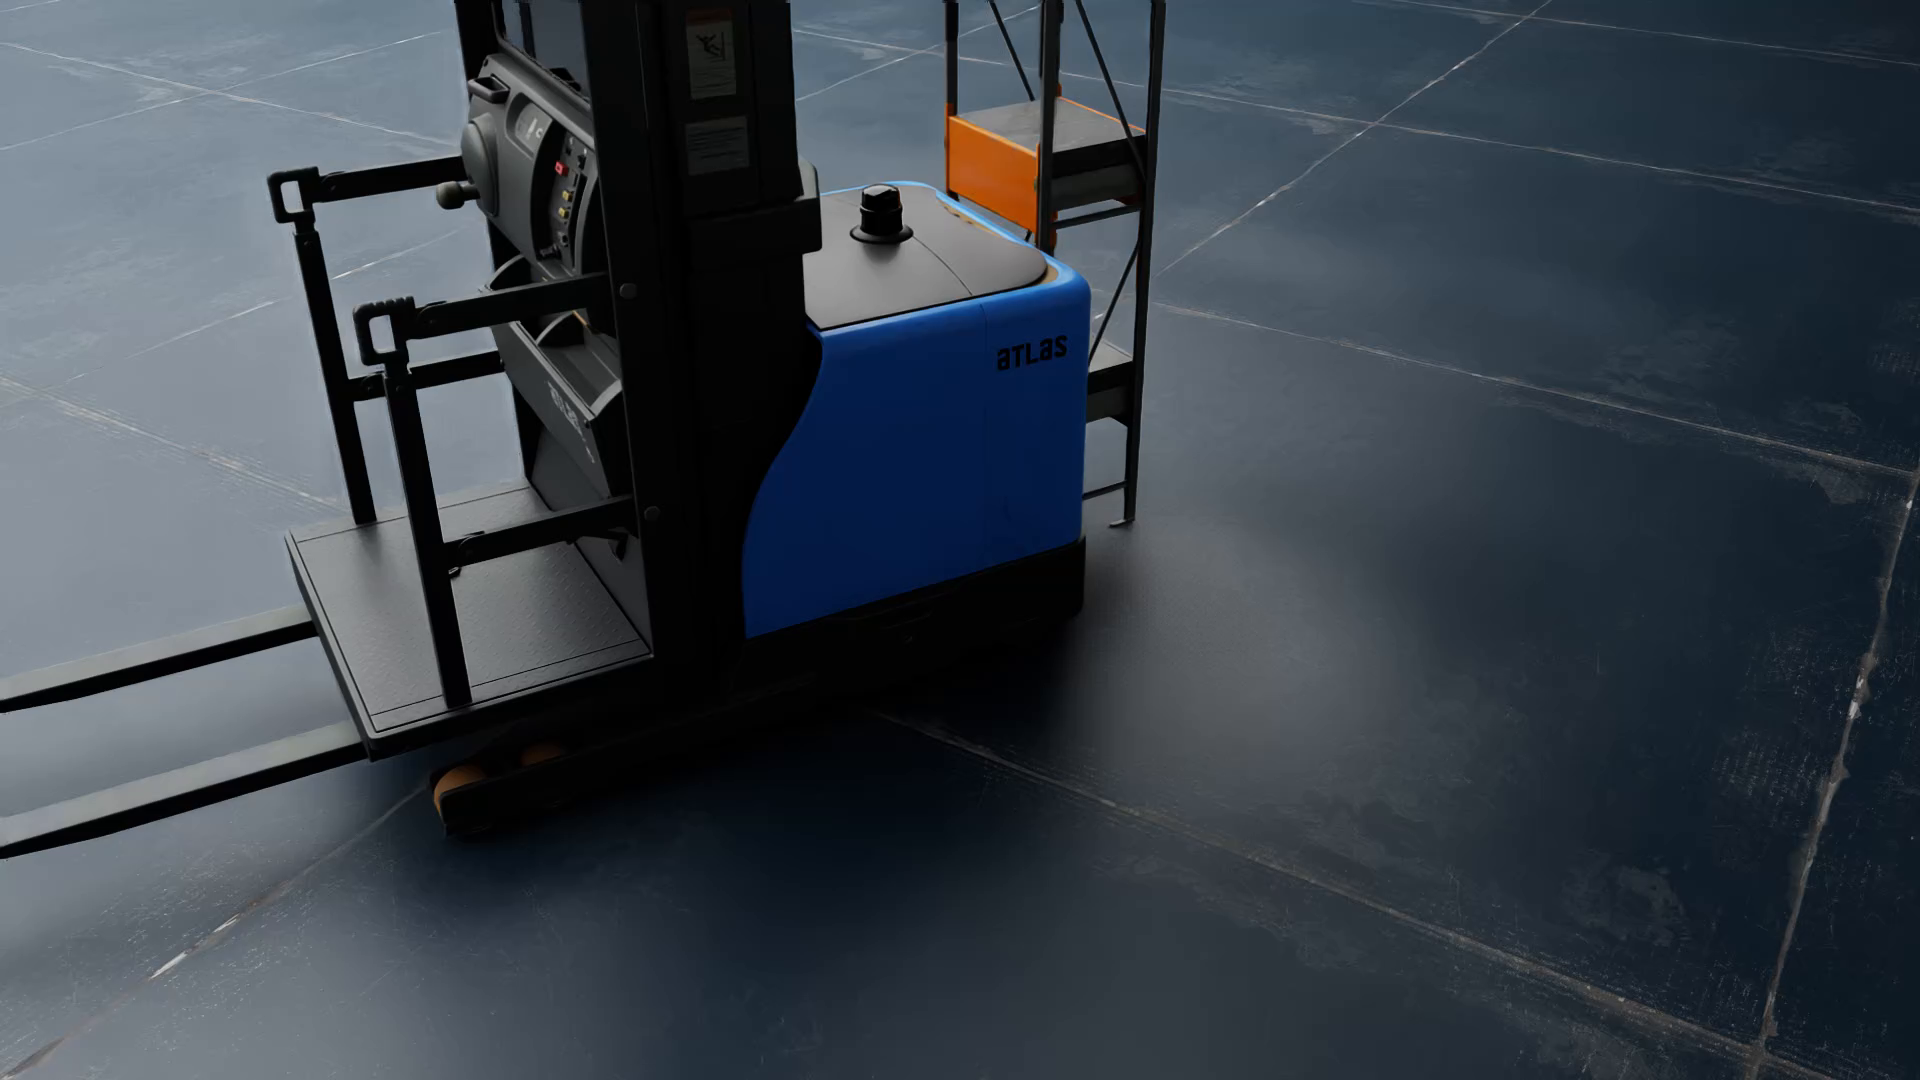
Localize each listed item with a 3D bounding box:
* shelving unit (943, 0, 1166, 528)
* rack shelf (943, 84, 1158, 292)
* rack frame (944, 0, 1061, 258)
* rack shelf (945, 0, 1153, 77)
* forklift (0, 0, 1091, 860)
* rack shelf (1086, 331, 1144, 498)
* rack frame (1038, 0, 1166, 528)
[{"bbox_3d":[0.259,-1.021,4.916,0.431,2.100,0.503,-18,35,-28],"label":"shelving unit"},{"bbox_3d":[0.259,-1.009,4.923,0.431,0.518,0.480,-18,35,-28],"label":"rack shelf"},{"bbox_3d":[0.128,-1.124,5.094,0.400,2.100,0.015,-18,35,-28],"label":"rack frame"},{"bbox_3d":[0.259,-1.613,4.570,0.431,0.518,0.480,-18,35,-28],"label":"rack shelf"},{"bbox_3d":[-1.184,-0.859,3.813,3.031,2.935,1.130,-16,34,-25],"label":"forklift"},{"bbox_3d":[0.259,-0.404,5.275,0.431,0.518,0.480,-18,35,-28],"label":"rack shelf"},{"bbox_3d":[0.390,-0.917,4.738,0.400,2.100,0.015,-18,35,-28],"label":"rack frame"}]
